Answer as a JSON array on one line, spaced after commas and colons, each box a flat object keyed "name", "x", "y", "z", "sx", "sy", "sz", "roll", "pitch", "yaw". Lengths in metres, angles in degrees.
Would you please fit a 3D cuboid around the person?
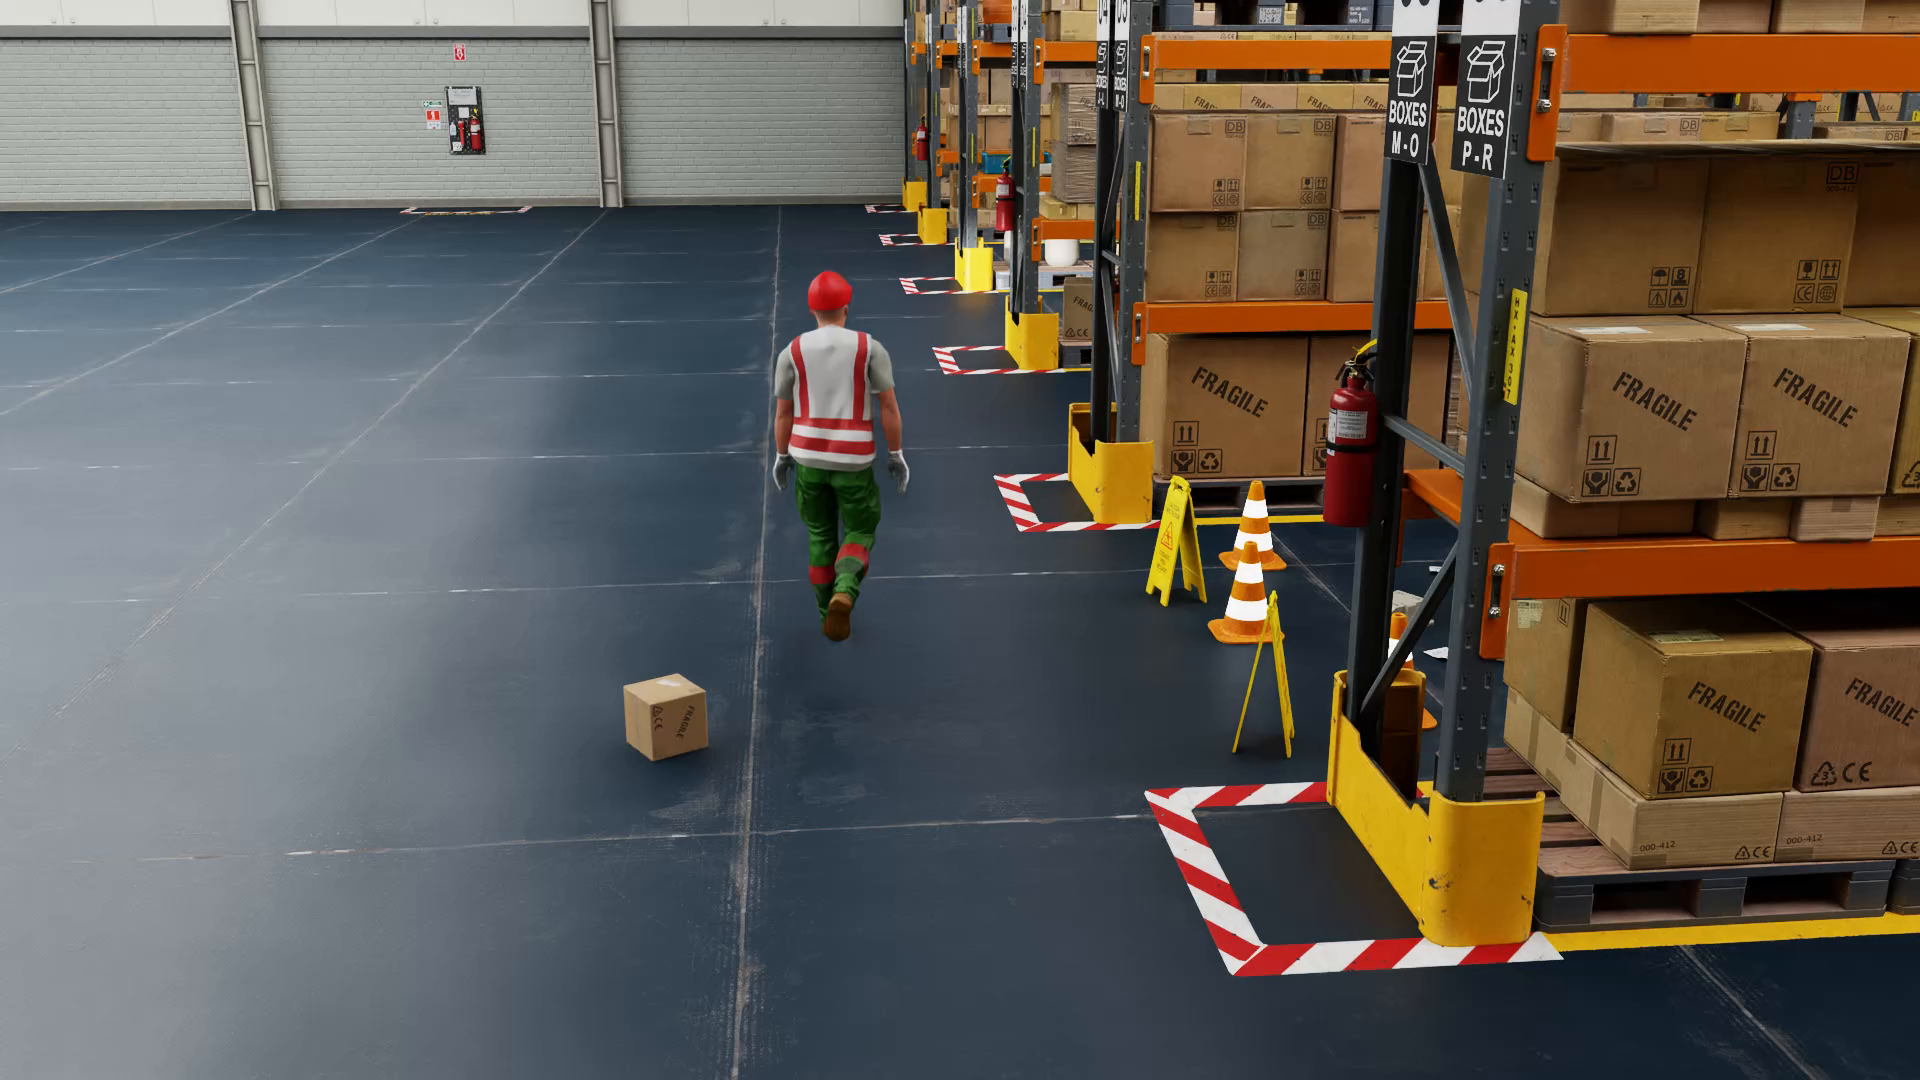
[{"name": "person", "x": -0.567, "y": -0.356, "z": 7.770, "sx": 0.659, "sy": 1.769, "sz": 0.705, "roll": 0, "pitch": 17, "yaw": 1}]
